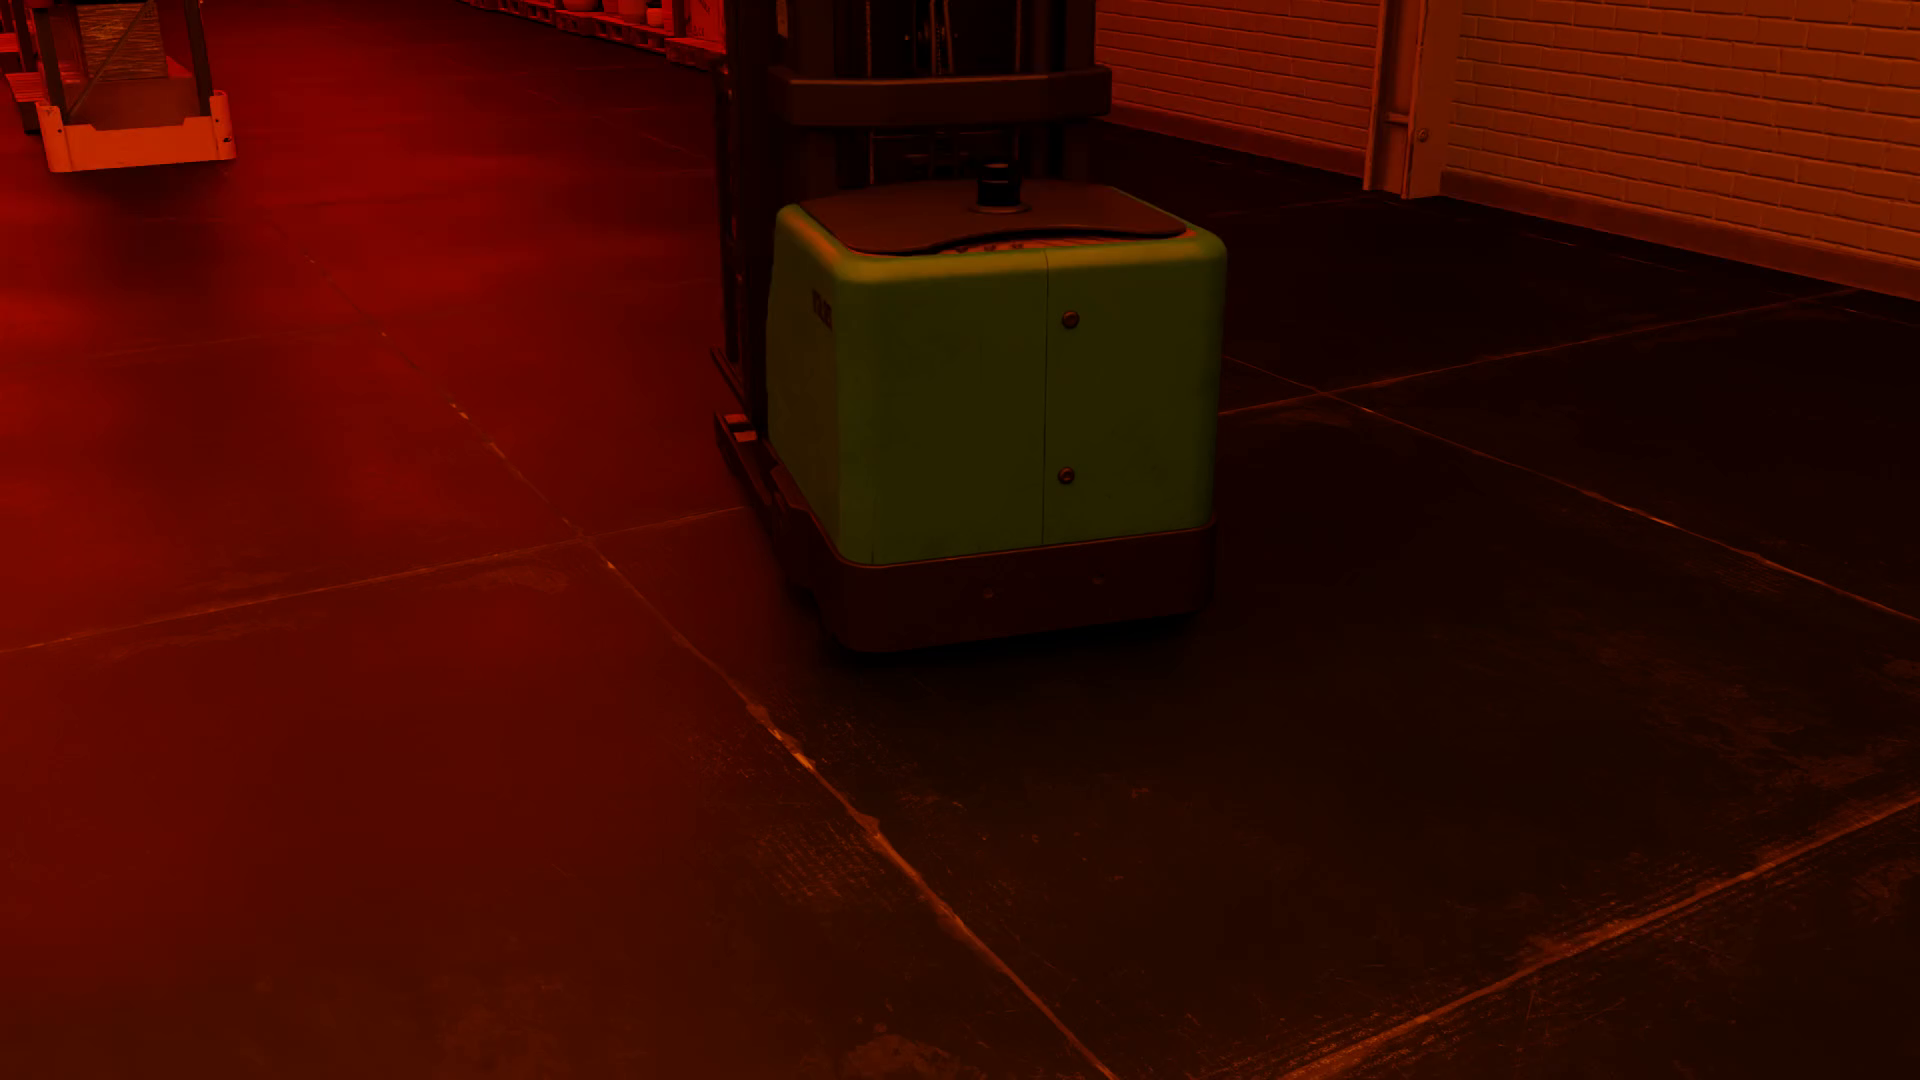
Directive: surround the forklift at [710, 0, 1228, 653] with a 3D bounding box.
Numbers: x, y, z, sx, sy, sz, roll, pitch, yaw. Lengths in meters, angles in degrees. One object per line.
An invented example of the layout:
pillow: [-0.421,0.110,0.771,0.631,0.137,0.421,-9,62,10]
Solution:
forklift: [-0.226,-1.597,5.166,1.130,2.935,3.031,-7,23,-16]
